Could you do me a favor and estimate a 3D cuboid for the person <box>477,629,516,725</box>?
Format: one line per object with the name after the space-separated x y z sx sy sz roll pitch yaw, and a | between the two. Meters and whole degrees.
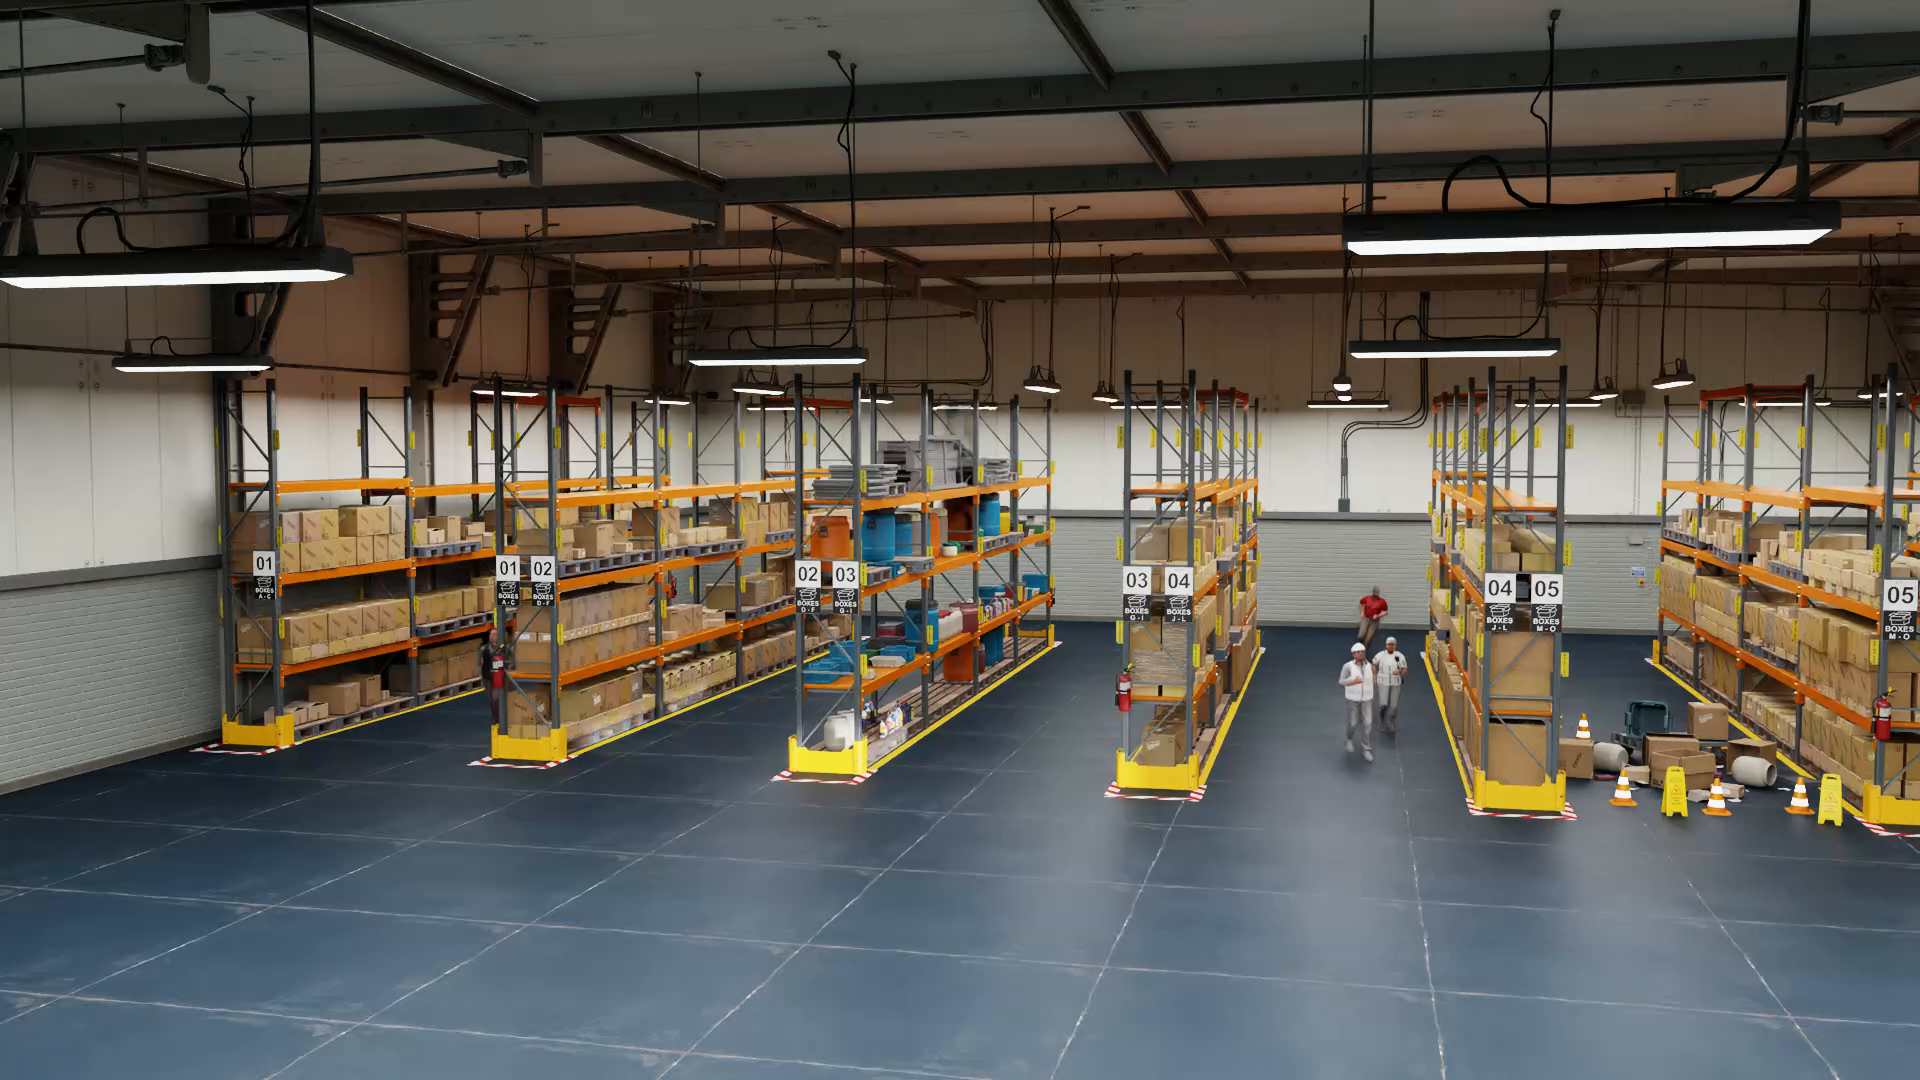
-8.034 2.427 28.706 0.637 1.760 0.711 1 3 10 | person

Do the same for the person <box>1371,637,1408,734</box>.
7.305 2.481 28.277 0.587 1.659 0.640 1 3 10 | person

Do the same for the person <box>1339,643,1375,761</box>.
6.279 2.514 26.172 0.651 1.784 0.878 0 3 -3 | person

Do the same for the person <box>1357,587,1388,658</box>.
9.393 1.889 38.046 0.748 1.659 0.575 1 4 18 | person
